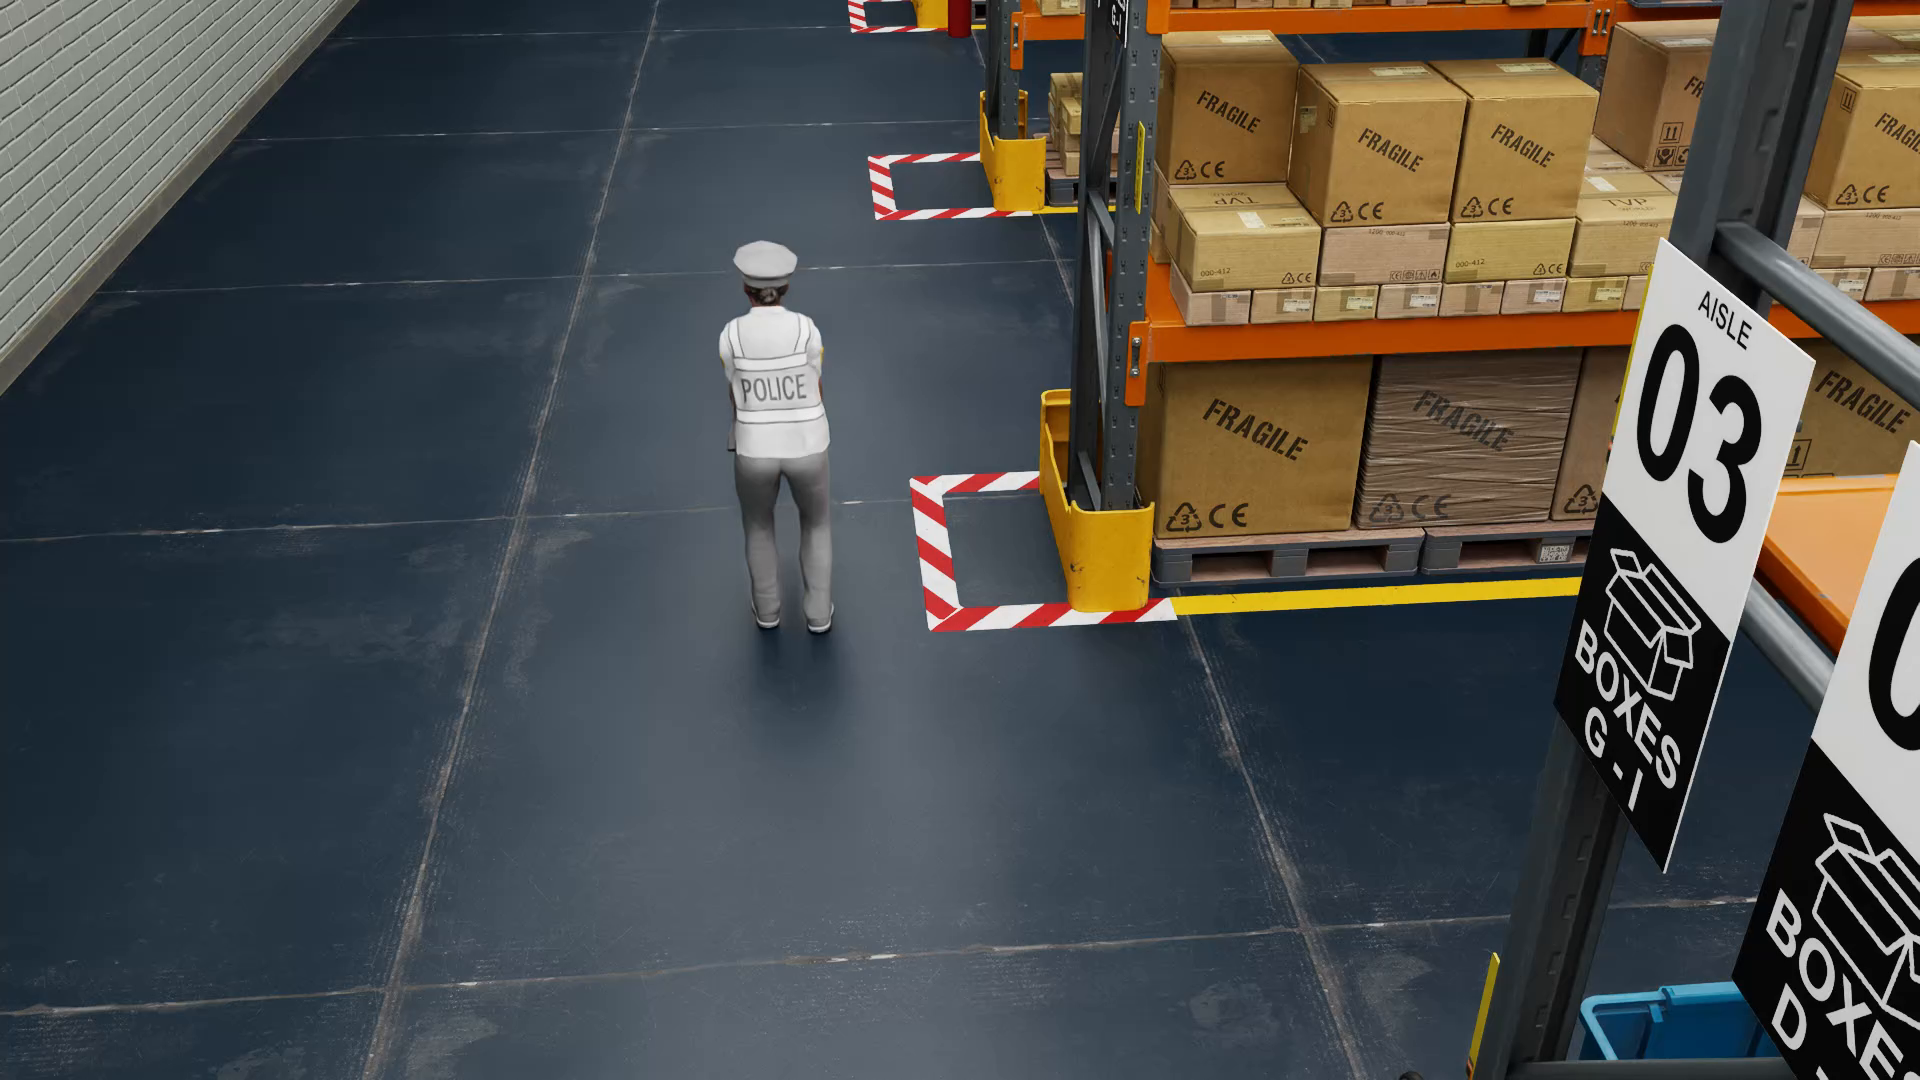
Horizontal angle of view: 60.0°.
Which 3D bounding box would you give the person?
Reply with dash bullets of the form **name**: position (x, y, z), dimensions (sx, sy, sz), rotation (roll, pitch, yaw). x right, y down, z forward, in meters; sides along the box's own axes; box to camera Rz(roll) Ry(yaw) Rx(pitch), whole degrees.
- **person**: position (-0.743, -0.393, 6.805), dimensions (0.416, 1.646, 0.554), rotation (-3, 31, -5)
